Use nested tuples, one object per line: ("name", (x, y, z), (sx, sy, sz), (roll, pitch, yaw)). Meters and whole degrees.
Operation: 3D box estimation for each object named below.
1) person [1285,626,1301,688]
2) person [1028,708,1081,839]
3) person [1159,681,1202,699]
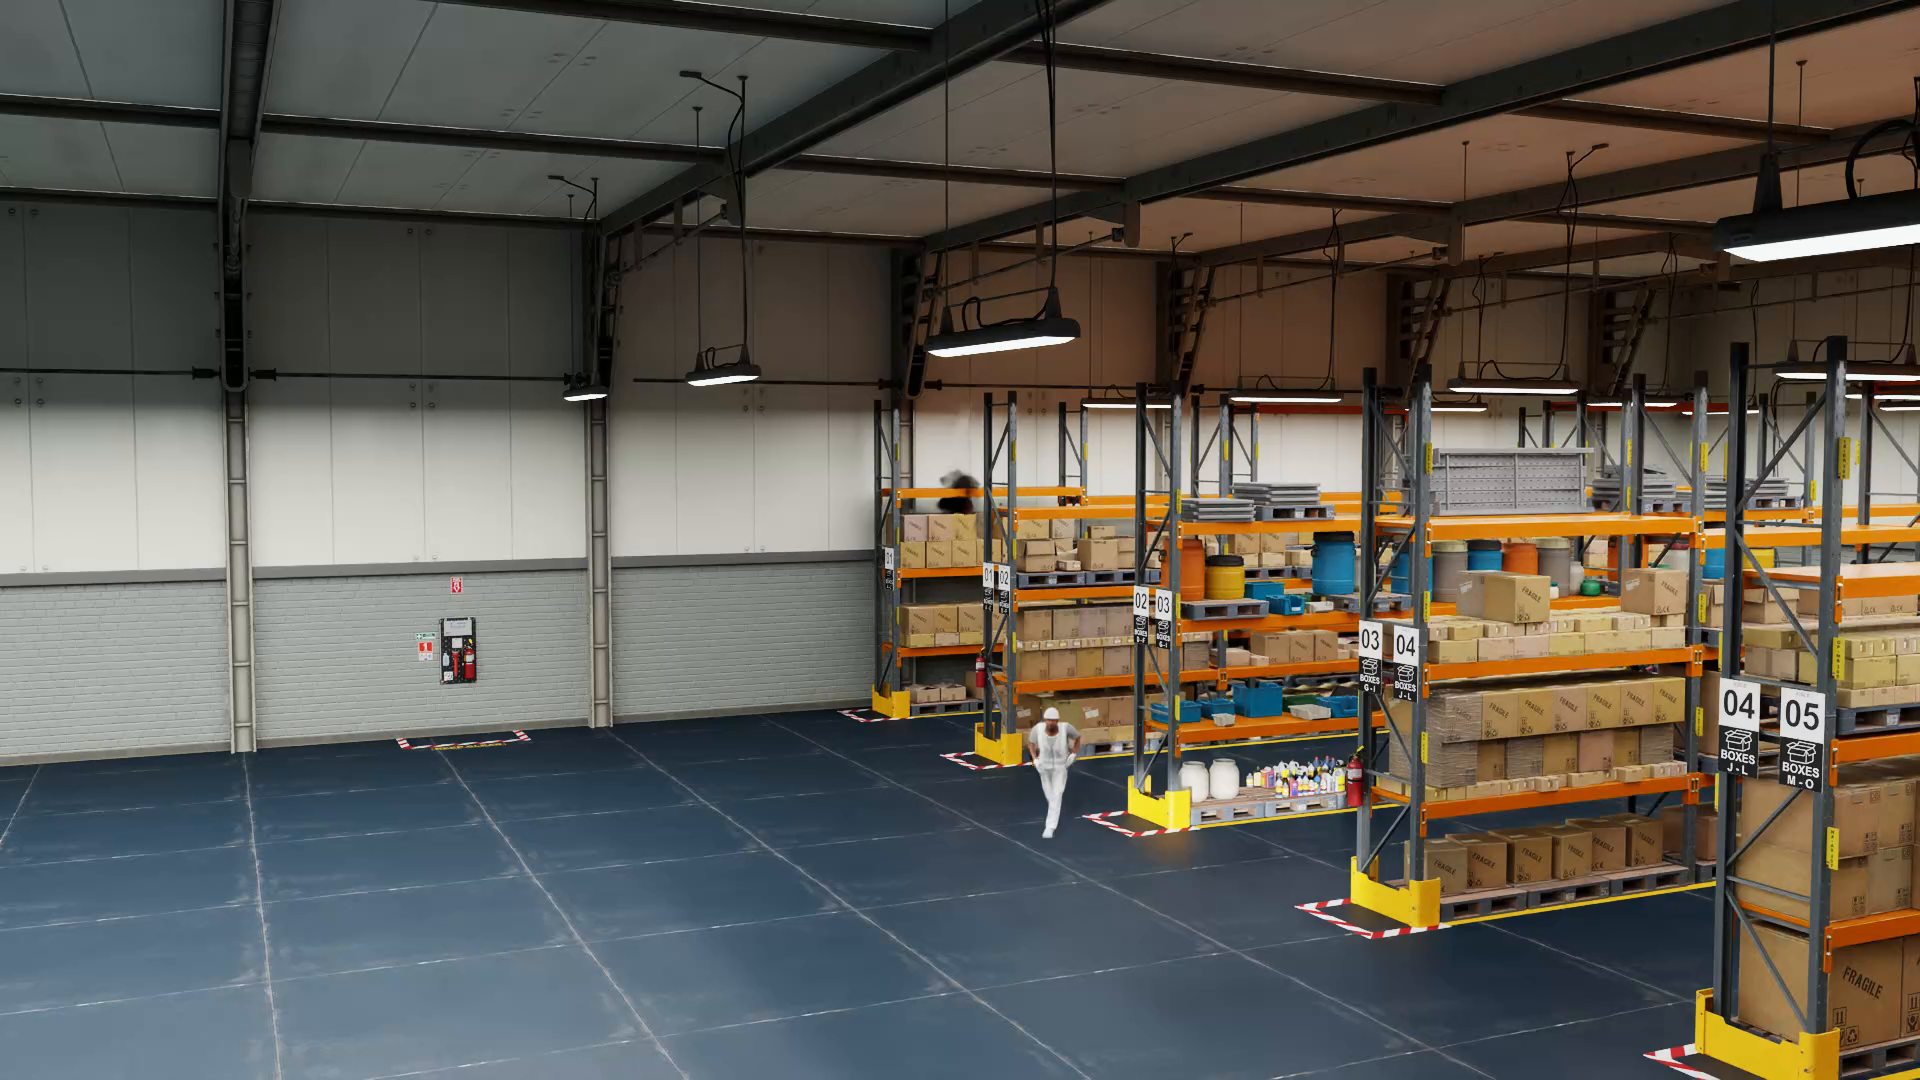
("person", (6.497, 2.386, 32.492), (0.864, 1.795, 0.723), (-2, 4, -31))
("person", (1.265, 3.038, 22.165), (0.700, 1.728, 1.014), (0, 3, 6))
("person", (4.201, 2.422, 31.495), (0.933, 1.583, 0.662), (-2, 4, -35))
